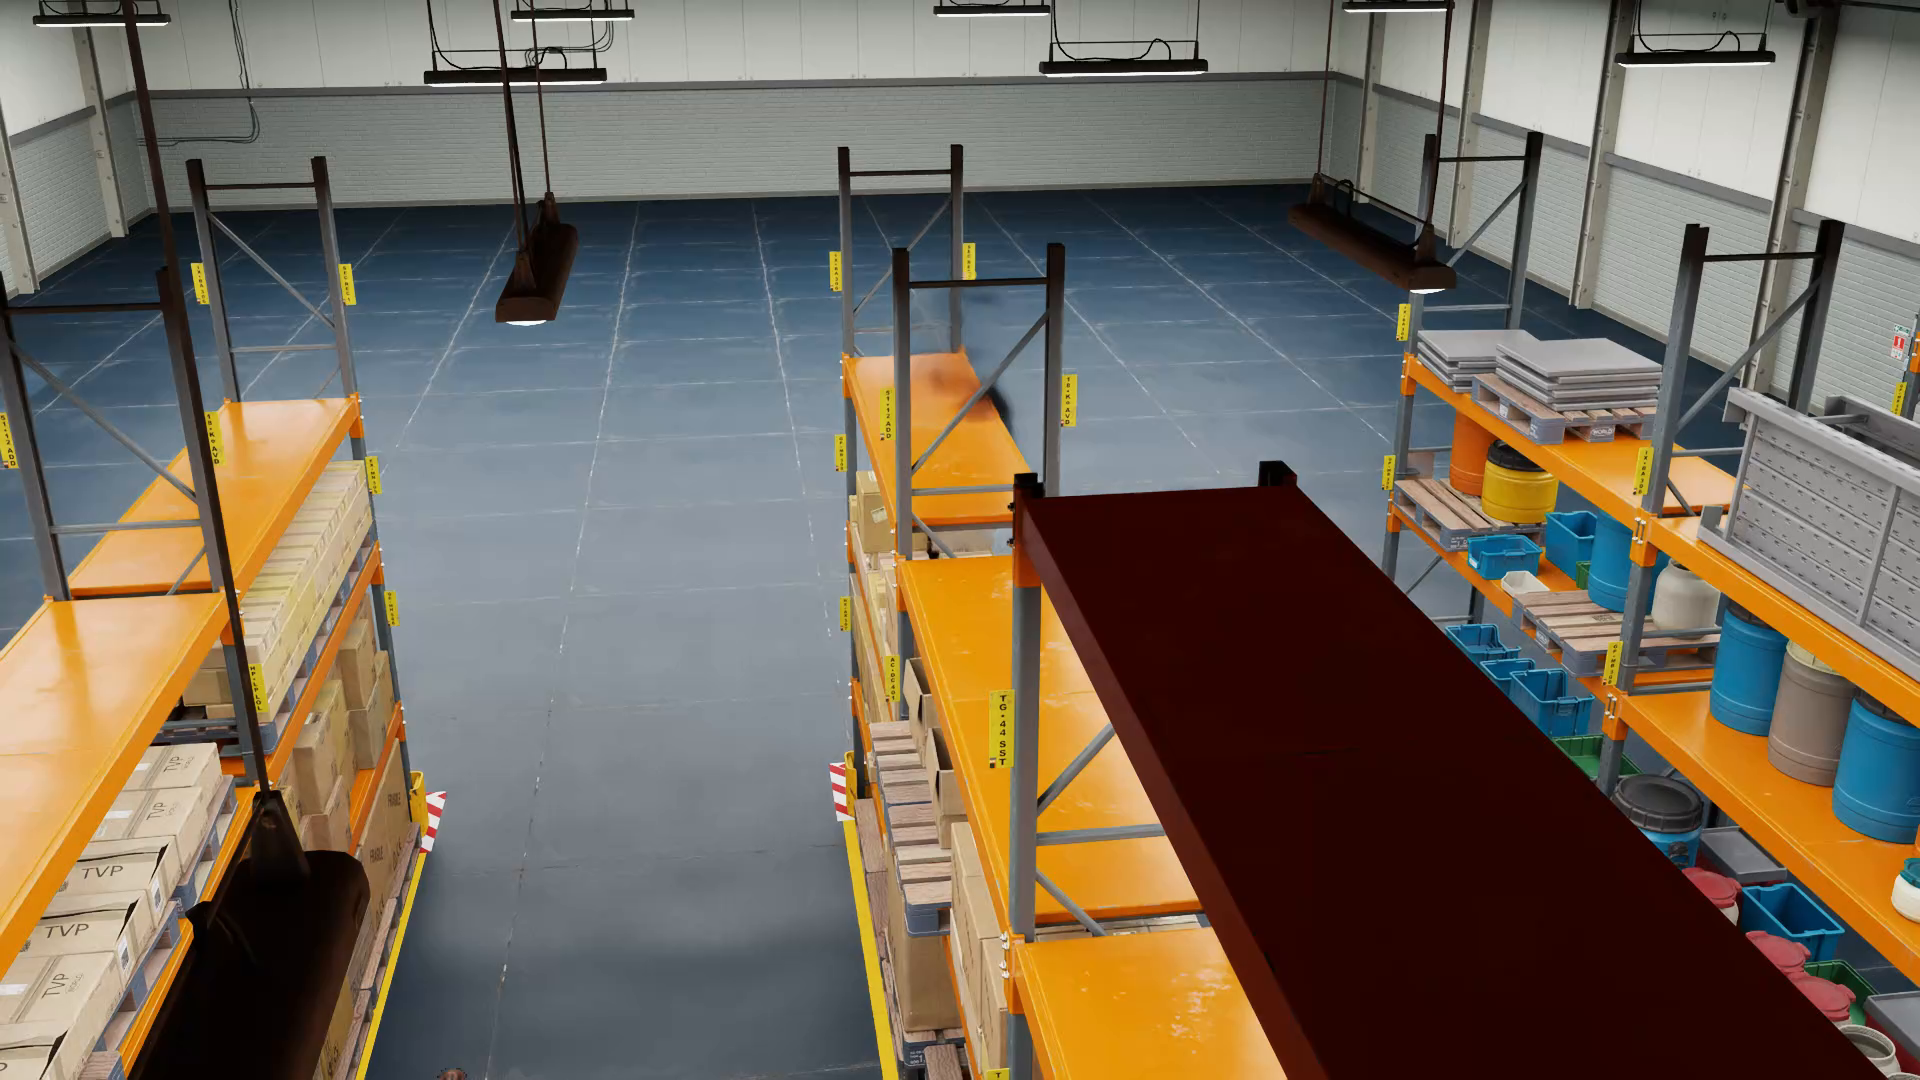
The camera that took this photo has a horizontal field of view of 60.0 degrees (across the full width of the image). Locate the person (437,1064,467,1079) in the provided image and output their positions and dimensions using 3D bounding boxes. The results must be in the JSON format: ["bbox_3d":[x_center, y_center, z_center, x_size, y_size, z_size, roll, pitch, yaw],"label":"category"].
[{"bbox_3d":[-2.962,3.799,9.936,0.550,1.569,0.534,-4,22,-11],"label":"person"}]
